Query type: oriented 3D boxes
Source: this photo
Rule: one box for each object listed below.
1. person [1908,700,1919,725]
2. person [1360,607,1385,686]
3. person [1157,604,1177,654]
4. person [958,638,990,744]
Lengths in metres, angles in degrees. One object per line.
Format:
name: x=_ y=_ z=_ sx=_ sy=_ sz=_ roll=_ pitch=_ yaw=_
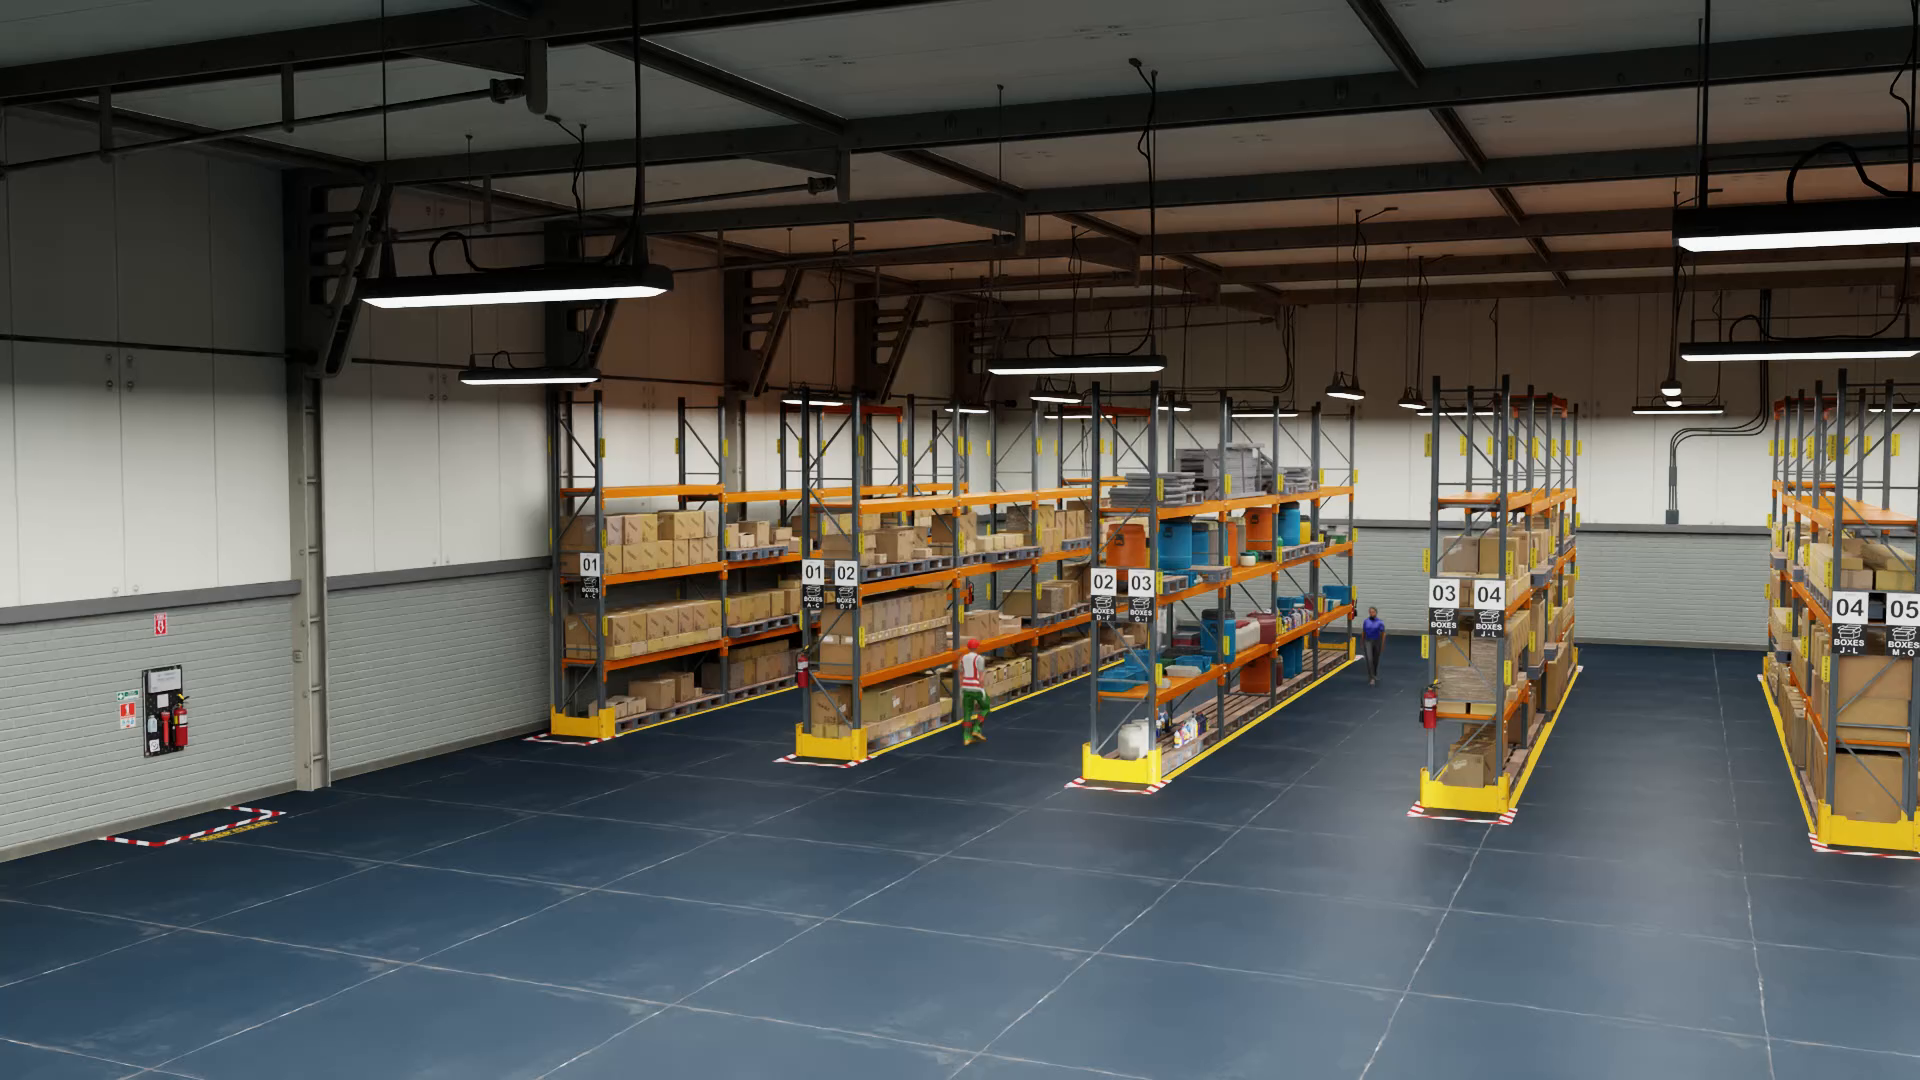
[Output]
person: x=17.369 y=2.549 z=29.916 sx=0.541 sy=1.636 sz=0.562 roll=0 pitch=3 yaw=7
person: x=8.784 y=2.230 z=35.281 sx=0.465 sy=1.623 sz=0.935 roll=0 pitch=3 yaw=1
person: x=4.675 y=2.049 z=37.708 sx=0.539 sy=1.733 sz=0.948 roll=1 pitch=3 yaw=20
person: x=0.225 y=2.541 z=28.170 sx=0.582 sy=1.773 sz=0.494 roll=2 pitch=4 yaw=36
